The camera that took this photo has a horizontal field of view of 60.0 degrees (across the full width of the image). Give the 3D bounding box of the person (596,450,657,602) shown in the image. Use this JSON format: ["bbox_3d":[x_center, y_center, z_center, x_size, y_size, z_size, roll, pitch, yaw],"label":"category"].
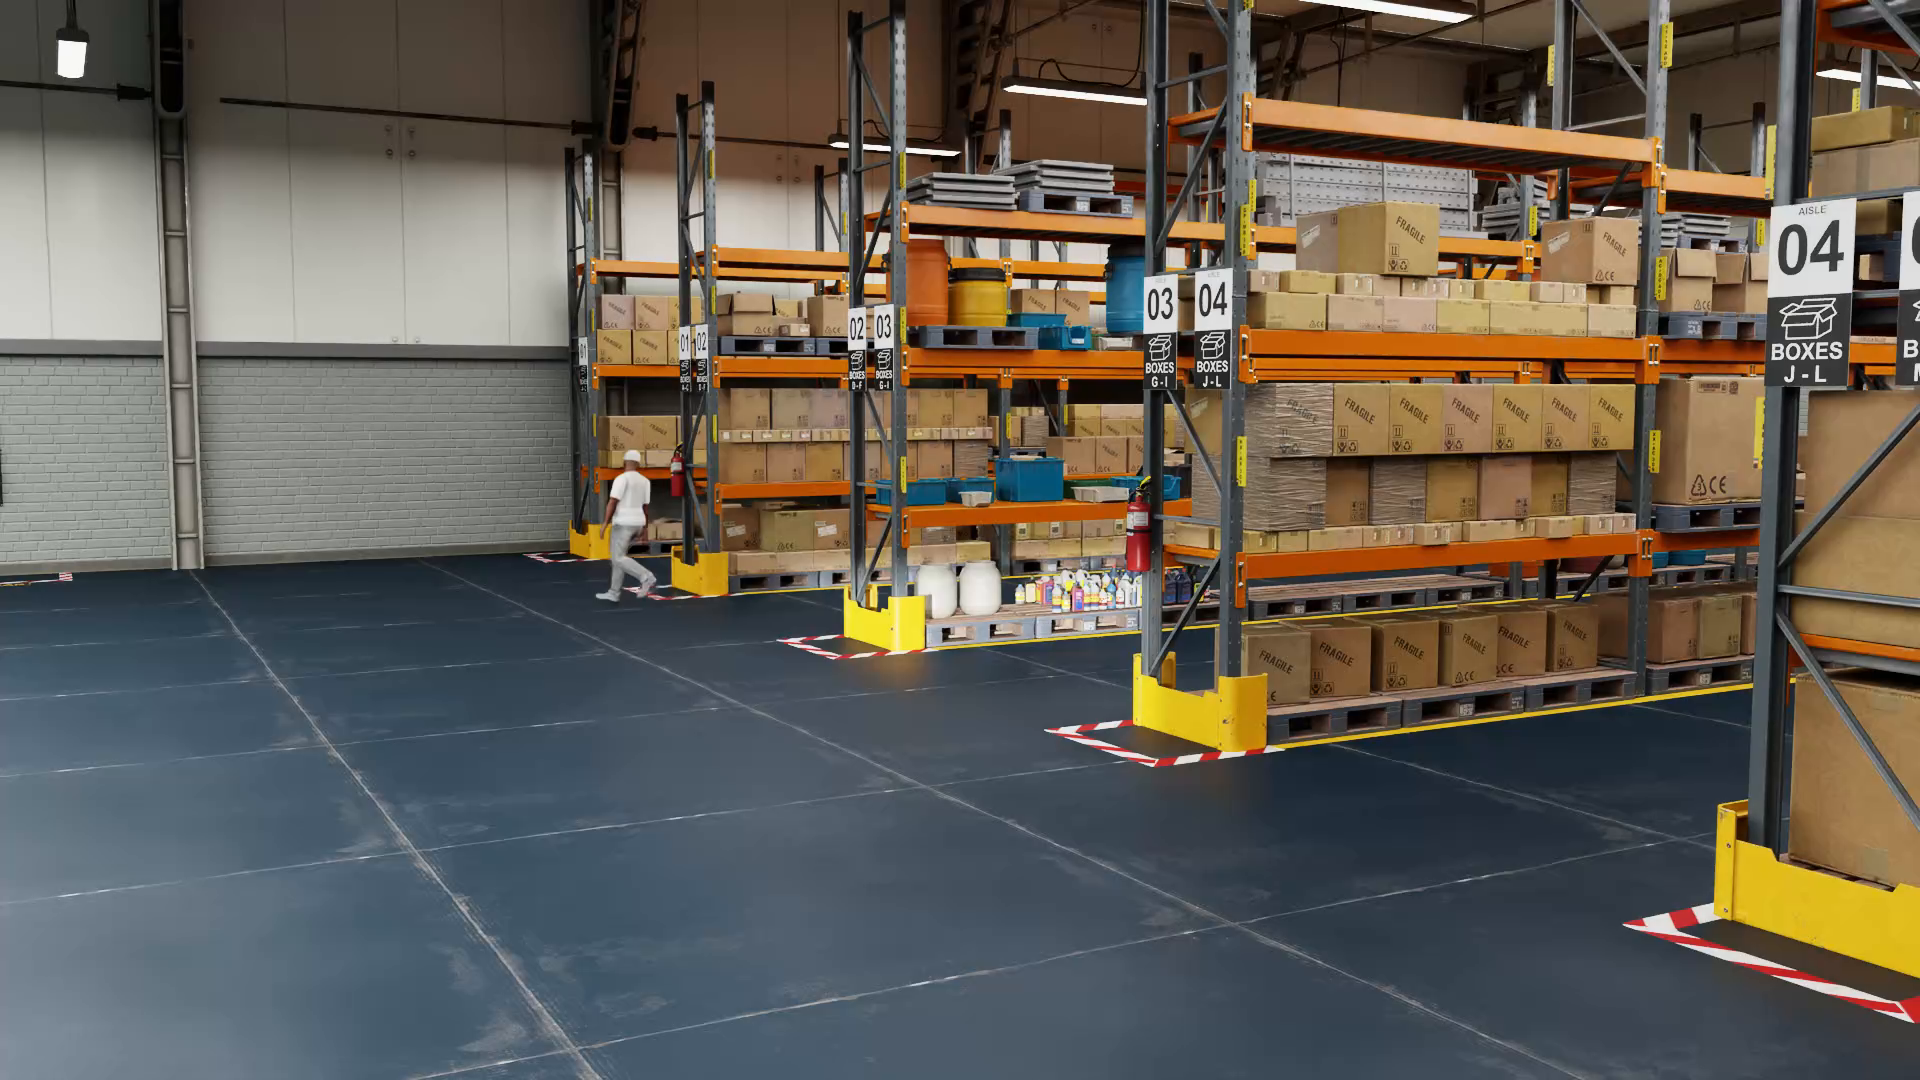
[{"bbox_3d":[-3.757,-0.159,18.932,0.847,1.733,0.669,2,5,24],"label":"person"}]
